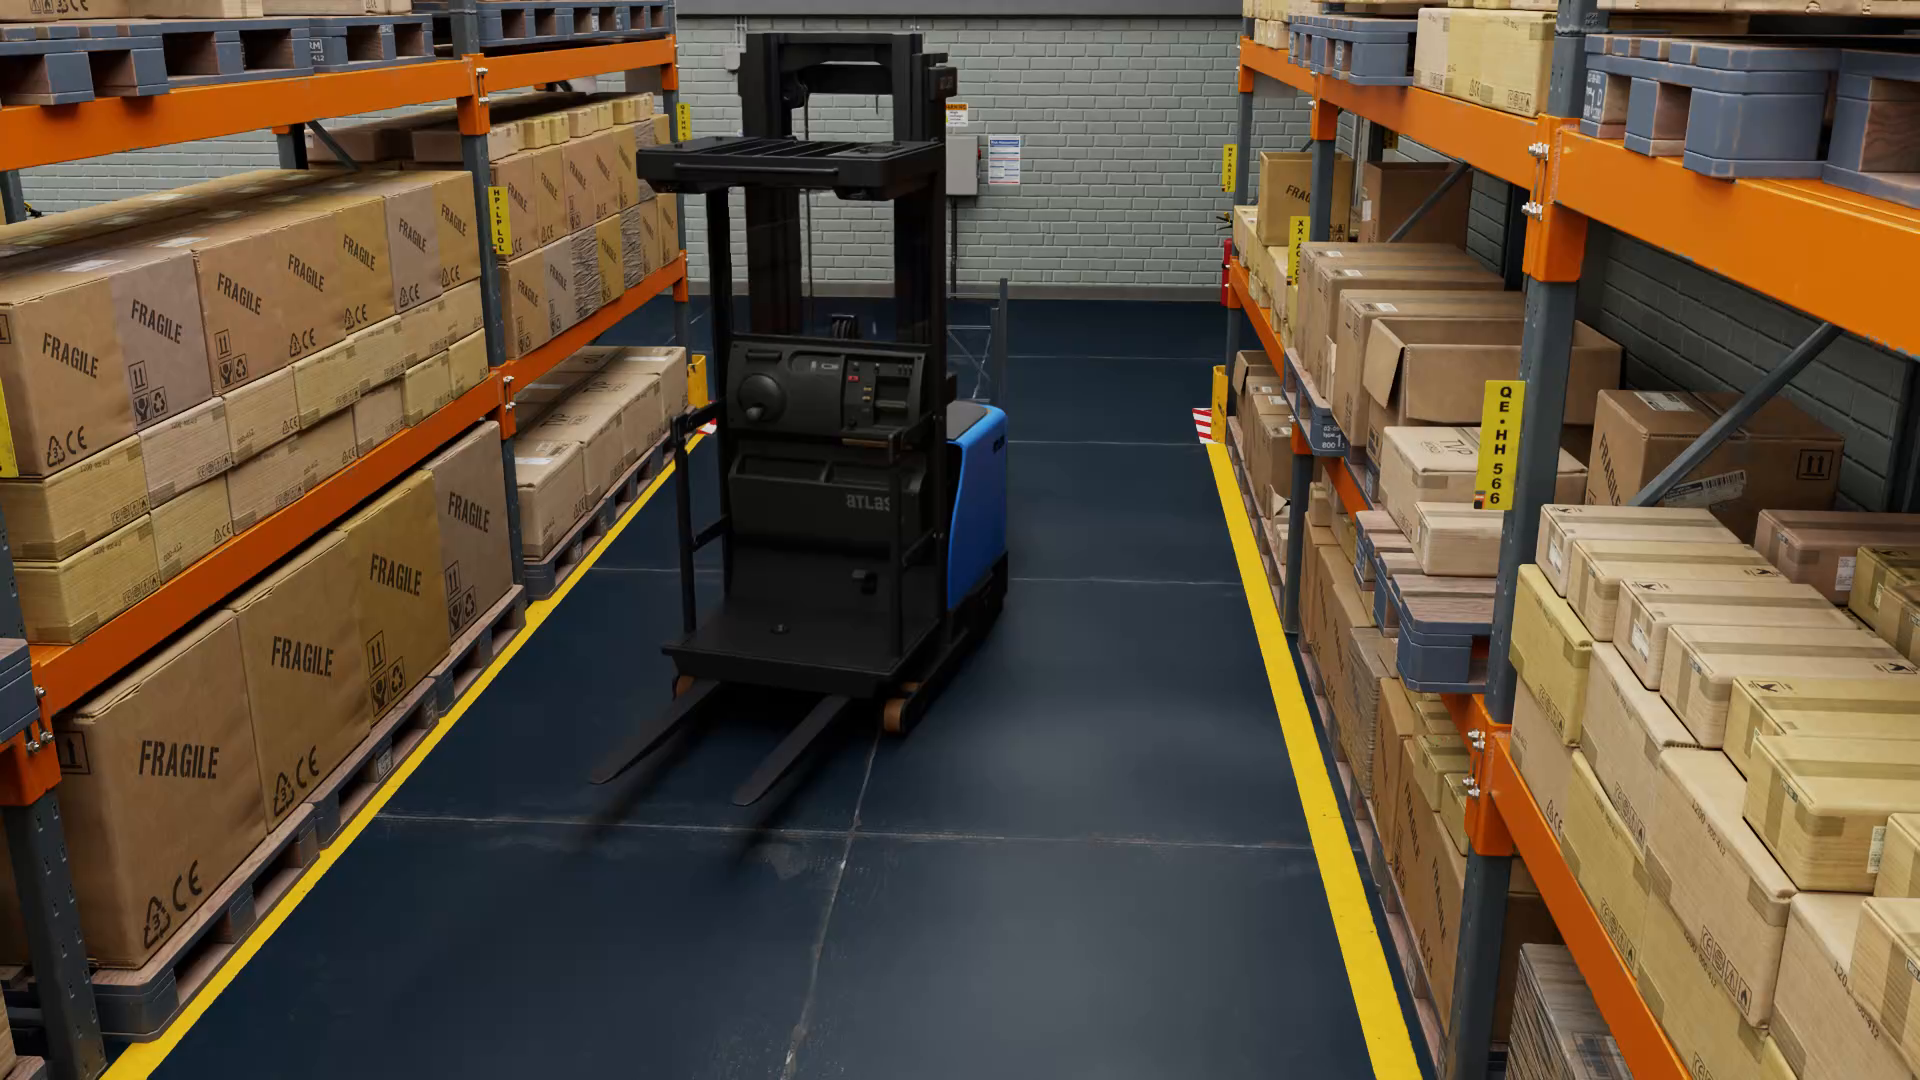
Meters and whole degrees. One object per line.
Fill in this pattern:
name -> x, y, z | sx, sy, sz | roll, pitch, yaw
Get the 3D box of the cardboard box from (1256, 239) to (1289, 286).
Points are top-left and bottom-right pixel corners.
cardboard box -> 2.054, -1.655, 9.919 | 0.500, 0.250, 0.500 | 1, 18, 2

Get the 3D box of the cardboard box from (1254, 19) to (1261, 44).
cardboard box -> 2.037, -3.169, 10.363 | 0.380, 0.149, 0.250 | 2, 18, 5

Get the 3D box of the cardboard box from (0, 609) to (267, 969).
cardboard box -> -2.952, 0.779, 5.465 | 0.875, 0.875, 0.875 | 1, 18, 3

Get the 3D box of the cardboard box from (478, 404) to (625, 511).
cardboard box -> -2.582, -0.513, 10.112 | 0.875, 0.438, 0.875 | 1, 18, 2

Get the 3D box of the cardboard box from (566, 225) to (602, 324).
cardboard box -> -2.421, -1.558, 9.701 | 0.500, 0.500, 0.500 | 1, 18, 4

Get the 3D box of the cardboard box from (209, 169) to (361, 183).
cardboard box -> -3.116, -1.453, 7.773 | 0.500, 0.500, 0.500 | 1, 18, 5

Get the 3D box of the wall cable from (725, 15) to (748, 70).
wall cable -> -2.130, -4.552, 17.316 | 0.585, 1.953, 0.123 | 1, 18, 4

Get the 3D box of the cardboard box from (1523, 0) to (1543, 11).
cardboard box -> 1.690, -1.448, 4.307 | 0.380, 0.149, 0.250 | 1, 18, 3

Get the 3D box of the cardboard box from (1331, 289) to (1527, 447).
cardboard box -> 1.802, -0.648, 6.248 | 0.700, 0.500, 0.500 | 1, 18, 4

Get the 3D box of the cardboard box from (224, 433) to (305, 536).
cardboard box -> -2.736, -0.216, 6.005 | 0.500, 0.250, 0.500 | 2, 18, 6

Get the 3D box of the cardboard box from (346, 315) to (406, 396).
cardboard box -> -2.647, -0.768, 6.887 | 0.500, 0.250, 0.500 | 2, 18, 5

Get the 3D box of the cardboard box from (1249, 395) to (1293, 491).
cardboard box -> 2.064, -0.590, 10.247 | 0.500, 0.500, 0.500 | 2, 18, 5

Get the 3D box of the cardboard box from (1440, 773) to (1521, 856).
cardboard box -> 1.649, 0.813, 4.924 | 0.380, 0.149, 0.250 | 0, 18, 1

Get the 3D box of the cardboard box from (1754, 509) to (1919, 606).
cardboard box -> 2.045, 0.041, 3.777 | 0.380, 0.149, 0.250 | 2, 18, 6

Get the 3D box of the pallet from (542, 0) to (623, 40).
pallet -> -2.639, -3.075, 9.817 | 1.003, 0.211, 1.213 | 1, 18, 4

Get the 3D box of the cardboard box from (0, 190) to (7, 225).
cardboard box -> -7.231, -2.425, 11.869 | 0.500, 0.500, 0.500 | 2, 18, 5

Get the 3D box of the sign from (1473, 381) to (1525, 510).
sign -> 1.325, -0.230, 4.076 | 0.100, 0.325, 0.005 | 1, 18, 4

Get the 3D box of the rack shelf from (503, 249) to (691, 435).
rack shelf -> -2.655, -1.340, 10.349 | 1.077, 0.370, 4.000 | 1, 18, 4

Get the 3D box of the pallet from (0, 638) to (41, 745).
pallet -> -3.030, 0.497, 3.898 | 1.213, 0.211, 1.003 | 1, 18, 4

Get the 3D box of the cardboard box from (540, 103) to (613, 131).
cardboard box -> -2.374, -2.620, 10.294 | 0.380, 0.149, 0.250 | 2, 18, 5

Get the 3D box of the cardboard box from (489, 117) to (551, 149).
cardboard box -> -2.459, -2.220, 9.072 | 0.380, 0.149, 0.250 | 1, 18, 4

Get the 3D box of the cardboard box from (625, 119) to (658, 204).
cardboard box -> -2.317, -2.507, 10.991 | 0.500, 0.500, 0.500 | 1, 18, 4

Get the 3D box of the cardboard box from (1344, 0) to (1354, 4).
cardboard box -> 1.664, -2.103, 6.274 | 0.380, 0.149, 0.250 | 1, 18, 3

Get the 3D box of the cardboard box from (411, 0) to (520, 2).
cardboard box -> -2.546, -2.958, 8.321 | 0.500, 0.500, 0.500 | 2, 18, 5

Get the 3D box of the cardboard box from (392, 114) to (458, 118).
cardboard box -> -2.956, -2.308, 9.342 | 0.380, 0.149, 0.250 | 1, 18, 3

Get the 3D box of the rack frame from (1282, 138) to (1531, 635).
rack frame -> 2.153, -0.951, 8.007 | 1.000, 3.000, 0.127 | 1, 18, 4

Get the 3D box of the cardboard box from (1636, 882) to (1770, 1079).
cardboard box -> 1.520, 0.811, 2.870 | 0.500, 0.250, 0.500 | 1, 18, 2

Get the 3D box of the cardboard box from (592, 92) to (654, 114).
cardboard box -> -2.337, -3.018, 11.507 | 0.380, 0.149, 0.250 | 2, 18, 5

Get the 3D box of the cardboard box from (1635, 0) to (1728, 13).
cardboard box -> 1.571, -1.209, 2.982 | 0.500, 0.500, 0.500 | 1, 18, 4

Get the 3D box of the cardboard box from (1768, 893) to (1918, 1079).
cardboard box -> 1.487, 0.735, 2.302 | 0.500, 0.250, 0.500 | 2, 18, 5

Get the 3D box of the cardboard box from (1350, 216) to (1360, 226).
cardboard box -> 2.634, -1.954, 10.833 | 0.500, 0.250, 0.500 | 1, 18, 4

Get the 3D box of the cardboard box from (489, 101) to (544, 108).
cardboard box -> -2.861, -2.703, 10.548 | 0.380, 0.149, 0.250 | 1, 18, 4

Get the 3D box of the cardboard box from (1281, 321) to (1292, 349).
cardboard box -> 1.916, -1.099, 8.862 | 0.380, 0.149, 0.250 | 2, 18, 5

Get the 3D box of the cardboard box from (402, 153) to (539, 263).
cardboard box -> -2.522, -1.725, 8.605 | 0.500, 0.500, 0.500 | 1, 18, 4

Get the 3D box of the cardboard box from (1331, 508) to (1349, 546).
cardboard box -> 1.919, -0.077, 7.640 | 0.380, 0.149, 0.250 | 1, 18, 2

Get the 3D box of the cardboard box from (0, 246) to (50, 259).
cardboard box -> -3.280, -0.667, 5.374 | 0.500, 0.500, 0.500 | 2, 18, 5

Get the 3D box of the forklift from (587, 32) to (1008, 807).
forklift -> -0.668, -0.673, 7.271 | 1.130, 2.935, 3.031 | 5, 19, 16

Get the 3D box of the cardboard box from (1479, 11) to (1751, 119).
cardboard box -> 1.661, -1.227, 4.275 | 0.500, 0.250, 0.500 | 1, 18, 2

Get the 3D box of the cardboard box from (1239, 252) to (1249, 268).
cardboard box -> 2.143, -1.978, 11.545 | 0.380, 0.149, 0.250 | 1, 18, 3

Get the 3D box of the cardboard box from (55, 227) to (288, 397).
cardboard box -> -2.727, -0.803, 5.790 | 0.500, 0.500, 0.500 | 2, 18, 5

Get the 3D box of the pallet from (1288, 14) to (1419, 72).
pallet -> 2.036, -2.086, 6.956 | 1.213, 0.211, 1.003 | 1, 18, 4

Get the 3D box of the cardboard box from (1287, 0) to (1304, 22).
cardboard box -> 1.965, -2.763, 8.485 | 0.500, 0.250, 0.500 | 1, 18, 2

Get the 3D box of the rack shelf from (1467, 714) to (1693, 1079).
rack shelf -> 1.723, 1.255, 2.432 | 1.077, 0.370, 4.000 | 1, 18, 4

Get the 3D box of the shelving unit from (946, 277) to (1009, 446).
shelving unit -> -0.006, -0.686, 9.609 | 0.538, 1.500, 1.048 | 1, 18, 4

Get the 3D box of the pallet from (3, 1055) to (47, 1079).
pallet -> -3.142, 1.750, 4.244 | 1.003, 0.211, 1.213 | 1, 18, 4

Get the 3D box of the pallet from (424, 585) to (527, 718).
pallet -> -2.778, 0.506, 8.039 | 1.003, 0.211, 1.213 | 1, 18, 4

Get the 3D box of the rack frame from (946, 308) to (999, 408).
rack frame -> -0.043, -0.528, 9.127 | 0.500, 1.500, 0.032 | 1, 18, 4

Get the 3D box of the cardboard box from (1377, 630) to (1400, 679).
cardboard box -> 1.772, 0.401, 6.179 | 0.380, 0.149, 0.250 | 0, 18, 1

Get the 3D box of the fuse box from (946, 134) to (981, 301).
fuse box -> -0.046, -3.350, 17.399 | 0.539, 1.711, 0.414 | 1, 18, 4

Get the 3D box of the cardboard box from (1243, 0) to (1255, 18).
cardboard box -> 2.136, -3.557, 10.907 | 0.500, 0.250, 0.500 | 1, 18, 3

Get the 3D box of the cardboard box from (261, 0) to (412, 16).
cardboard box -> -2.652, -2.365, 6.974 | 0.500, 0.311, 0.500 | 1, 18, 4

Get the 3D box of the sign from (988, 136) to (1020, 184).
sign -> 0.462, -3.970, 17.375 | 0.329, 0.494, 0.001 | 1, 18, 4

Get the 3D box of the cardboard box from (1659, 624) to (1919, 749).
cardboard box -> 1.533, 0.273, 3.070 | 0.380, 0.149, 0.250 | 1, 18, 5

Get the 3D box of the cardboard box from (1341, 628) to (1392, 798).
cardboard box -> 1.782, 0.664, 6.419 | 0.500, 0.500, 0.500 | 1, 18, 2

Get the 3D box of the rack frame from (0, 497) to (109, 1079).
rack frame -> -3.085, 0.182, 4.550 | 1.000, 3.000, 0.127 | 1, 18, 4

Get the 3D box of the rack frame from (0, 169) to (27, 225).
rack frame -> -7.456, -2.382, 12.375 | 1.000, 3.000, 0.127 | 1, 18, 4
